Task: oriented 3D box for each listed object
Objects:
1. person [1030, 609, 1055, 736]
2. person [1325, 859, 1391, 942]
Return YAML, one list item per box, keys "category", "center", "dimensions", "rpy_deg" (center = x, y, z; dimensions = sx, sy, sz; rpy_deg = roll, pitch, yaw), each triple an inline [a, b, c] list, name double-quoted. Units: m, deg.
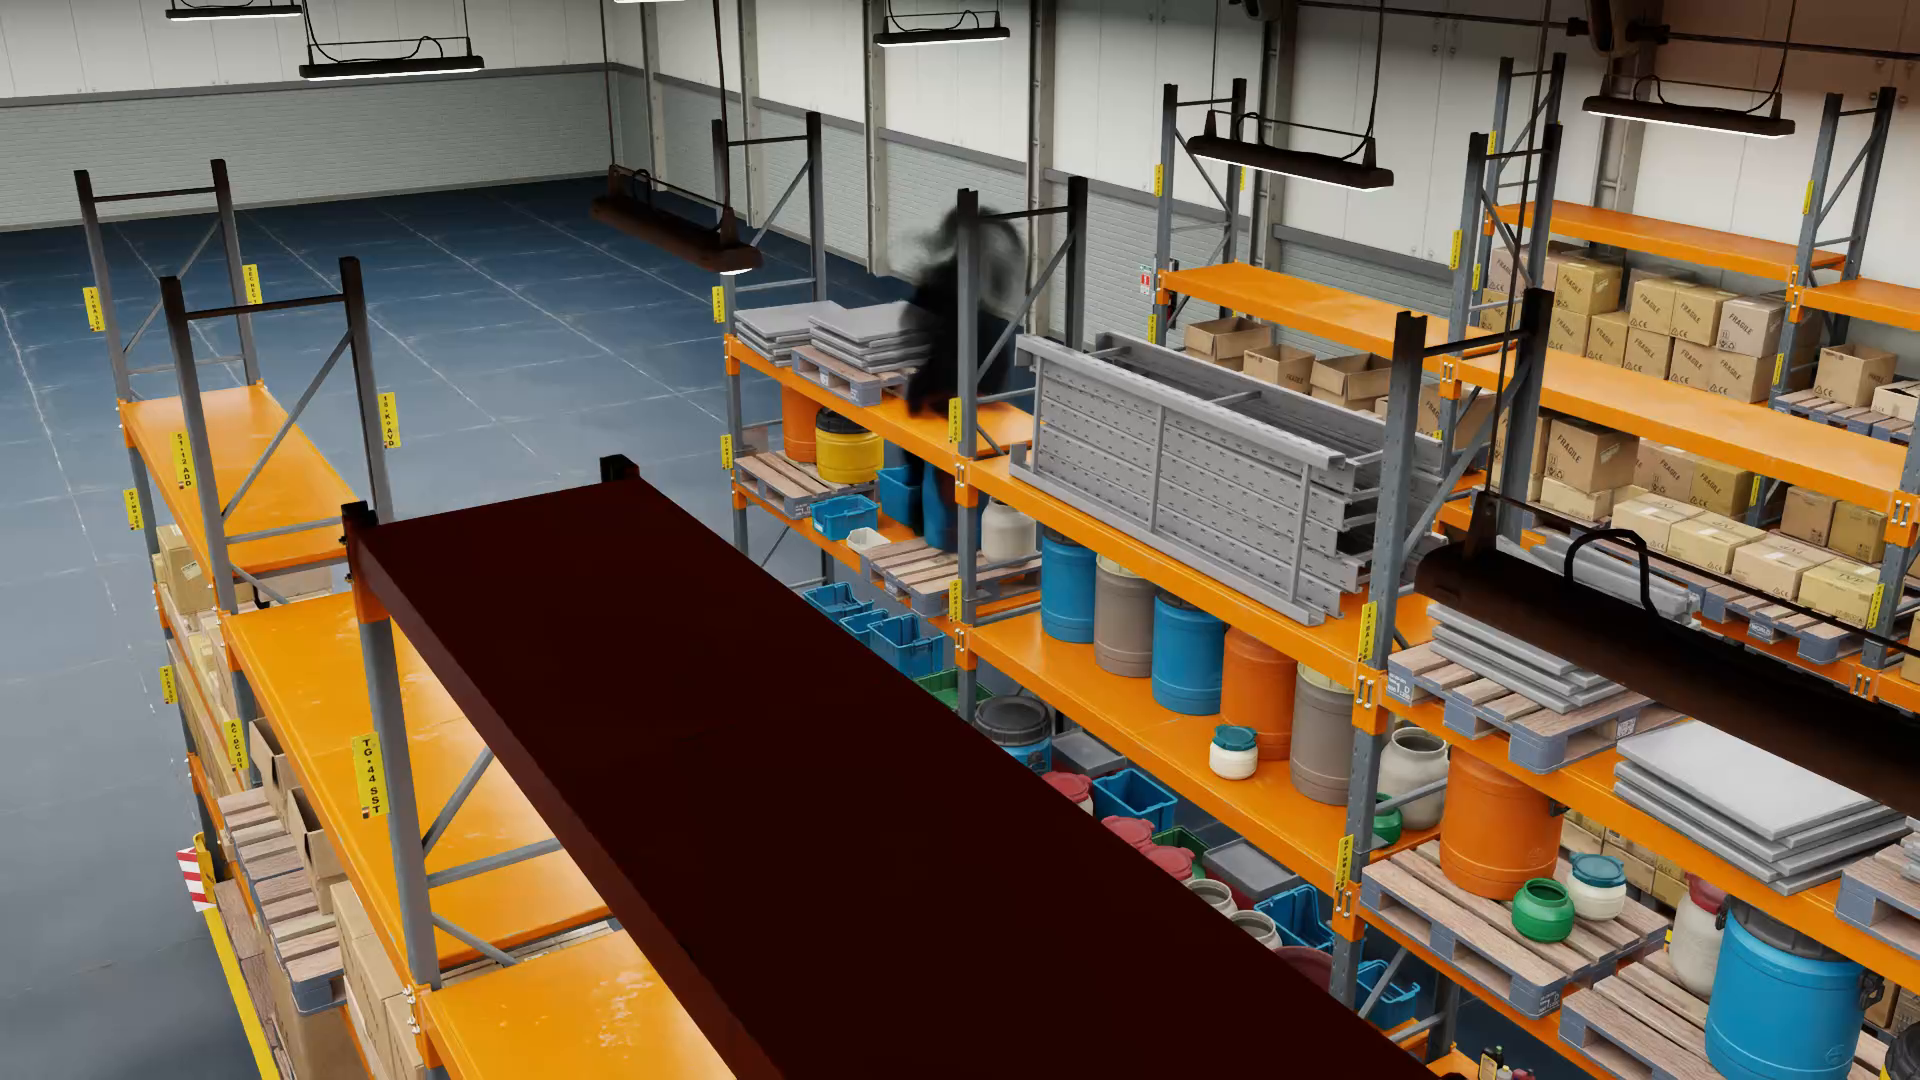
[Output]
- category: "person"
  center: [0.803, 1.309, 15.901]
  dimensions: [0.574, 1.611, 0.690]
  rpy_deg: [-14, 26, -30]
- category: "person"
  center: [3.301, 2.455, 12.936]
  dimensions: [0.712, 1.764, 0.918]
  rpy_deg: [-20, 29, -41]
